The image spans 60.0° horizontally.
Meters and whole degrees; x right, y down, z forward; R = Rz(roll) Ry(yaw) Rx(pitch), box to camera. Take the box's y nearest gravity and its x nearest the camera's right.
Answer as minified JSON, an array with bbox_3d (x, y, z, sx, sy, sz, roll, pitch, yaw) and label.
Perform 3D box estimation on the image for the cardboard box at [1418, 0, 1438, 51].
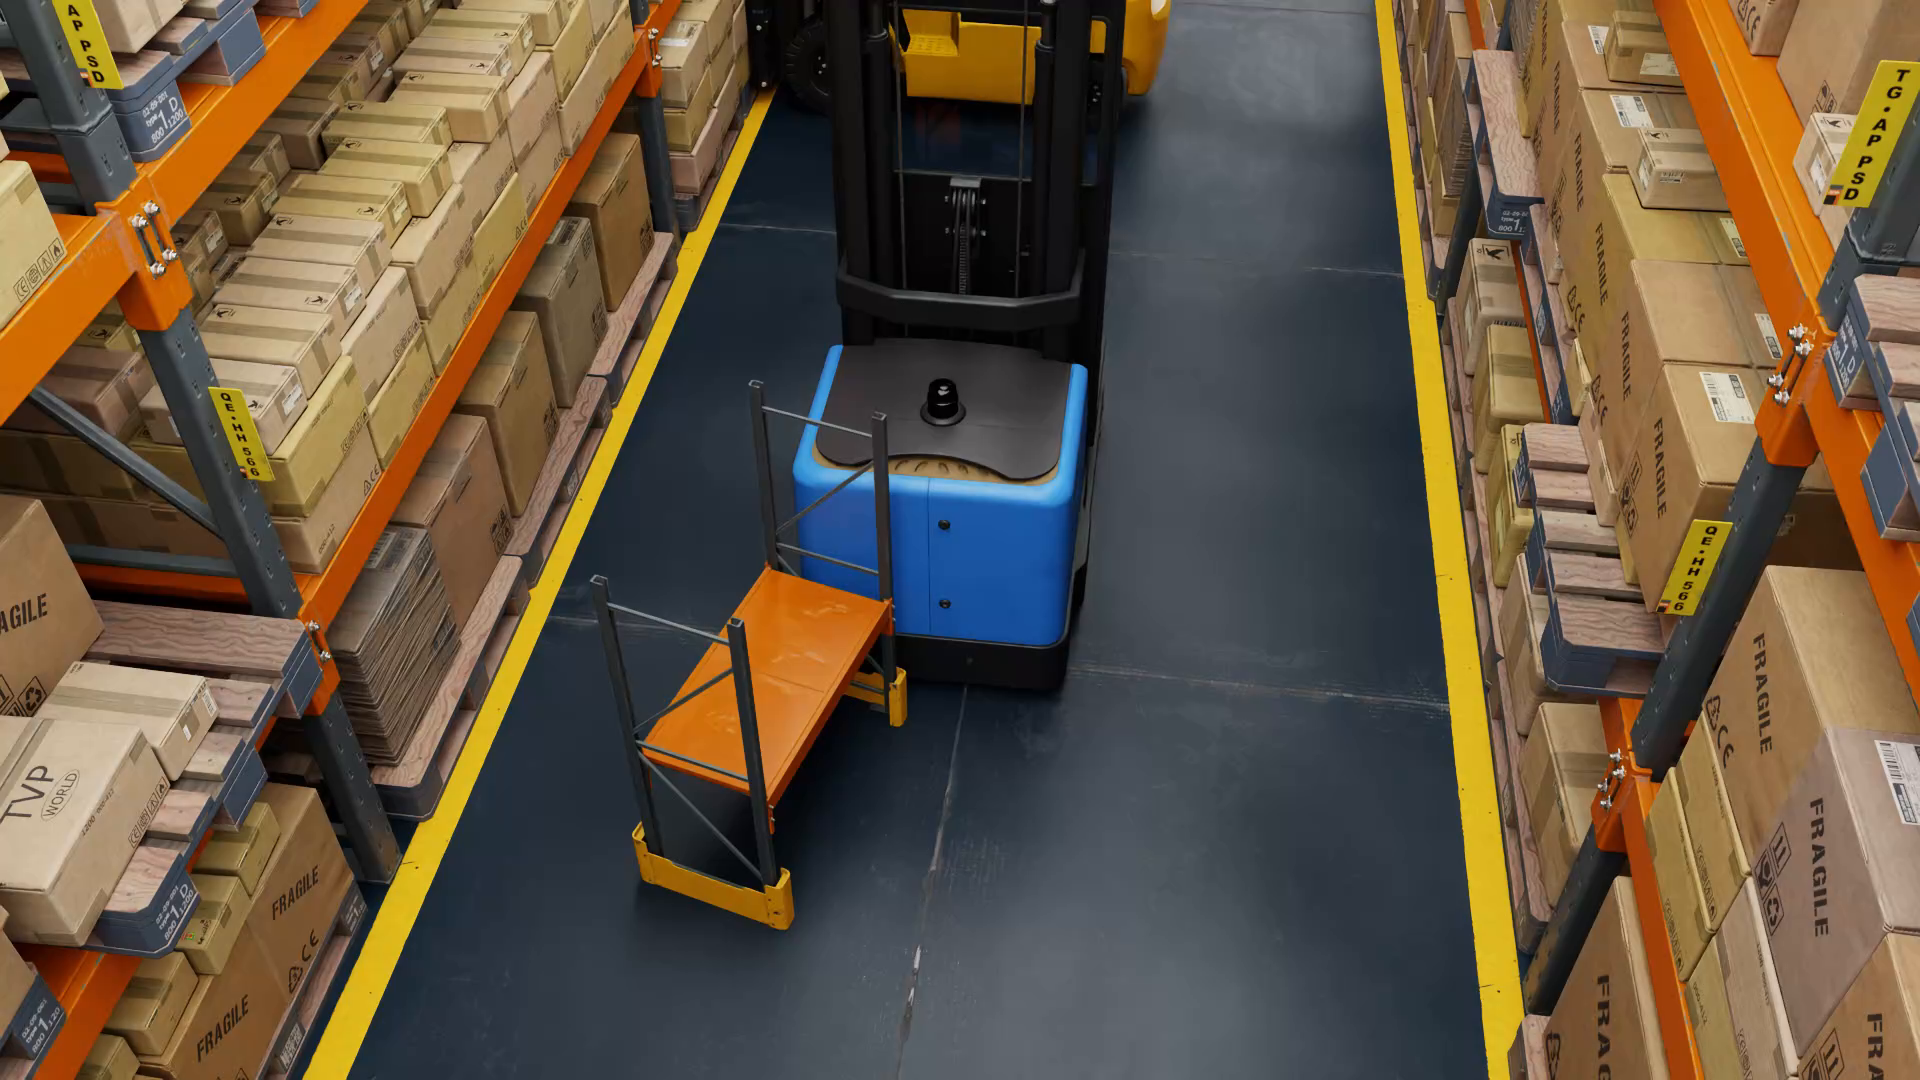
[{"bbox_3d":[2.933,-3.132,9.525,0.500,0.500,0.500,6,44,6],"label":"cardboard box"}]

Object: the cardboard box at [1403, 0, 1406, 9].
[{"bbox_3d":[3.074,-3.574,10.537,0.500,0.250,0.500,5,44,5],"label":"cardboard box"}]

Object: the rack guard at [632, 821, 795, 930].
[{"bbox_3d":[-0.863,1.175,5.827,0.587,0.250,0.087,16,46,16],"label":"rack guard"}]

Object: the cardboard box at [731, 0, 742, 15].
[{"bbox_3d":[-1.487,-3.173,9.386,0.500,0.250,0.500,7,44,7],"label":"cardboard box"}]

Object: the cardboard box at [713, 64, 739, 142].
[{"bbox_3d":[-1.550,-2.468,9.369,0.500,0.250,0.500,4,44,5],"label":"cardboard box"}]

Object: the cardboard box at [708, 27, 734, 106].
[{"bbox_3d":[-1.560,-2.647,9.195,0.500,0.250,0.500,5,44,5],"label":"cardboard box"}]

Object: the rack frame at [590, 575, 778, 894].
[{"bbox_3d":[-0.863,0.722,5.397,0.500,1.500,0.032,16,46,16],"label":"rack frame"}]

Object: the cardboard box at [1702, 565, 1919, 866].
[{"bbox_3d":[2.090,0.423,3.822,0.500,0.500,0.500,4,44,4],"label":"cardboard box"}]

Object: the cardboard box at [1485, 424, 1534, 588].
[{"bbox_3d":[2.678,-0.094,6.774,0.950,0.372,0.625,7,44,7],"label":"cardboard box"}]

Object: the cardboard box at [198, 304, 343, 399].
[{"bbox_3d":[-2.155,-0.585,5.142,0.380,0.149,0.250,6,44,6],"label":"cardboard box"}]

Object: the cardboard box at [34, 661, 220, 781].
[{"bbox_3d":[-2.230,0.481,4.438,0.380,0.149,0.250,6,44,6],"label":"cardboard box"}]

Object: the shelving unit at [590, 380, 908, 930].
[{"bbox_3d":[-0.675,0.404,5.733,0.587,1.500,1.083,16,46,16],"label":"shelving unit"}]

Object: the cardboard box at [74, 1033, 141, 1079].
[{"bbox_3d":[-2.501,1.479,4.547,0.380,0.149,0.250,6,44,7],"label":"cardboard box"}]

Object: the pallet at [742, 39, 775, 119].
[{"bbox_3d":[-1.689,-3.026,10.292,1.003,0.211,1.213,5,44,6],"label":"pallet"}]

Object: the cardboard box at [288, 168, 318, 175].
[{"bbox_3d":[-2.530,-1.431,6.325,0.500,0.250,0.500,4,44,5],"label":"cardboard box"}]

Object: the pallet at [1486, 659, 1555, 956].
[{"bbox_3d":[2.502,0.988,6.053,1.003,0.211,1.213,5,44,6],"label":"pallet"}]

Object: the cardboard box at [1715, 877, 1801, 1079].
[{"bbox_3d":[2.016,1.056,3.699,0.500,0.250,0.500,6,44,7],"label":"cardboard box"}]

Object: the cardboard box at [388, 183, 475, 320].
[{"bbox_3d":[-2.068,-1.044,5.916,0.500,0.250,0.500,4,44,4],"label":"cardboard box"}]

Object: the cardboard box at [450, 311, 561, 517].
[{"bbox_3d":[-2.260,-0.560,7.081,0.875,0.625,0.625,4,44,4],"label":"cardboard box"}]

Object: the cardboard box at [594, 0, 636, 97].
[{"bbox_3d":[-1.802,-2.245,7.548,0.500,0.250,0.500,6,44,6],"label":"cardboard box"}]

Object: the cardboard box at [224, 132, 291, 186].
[{"bbox_3d":[-2.637,-1.334,5.933,0.380,0.149,0.250,5,44,5],"label":"cardboard box"}]

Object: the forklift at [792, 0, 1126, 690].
[{"bbox_3d":[0.083,-1.494,6.696,1.130,2.935,3.031,5,44,5],"label":"forklift"}]

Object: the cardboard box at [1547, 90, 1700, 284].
[{"bbox_3d":[2.378,-1.193,5.734,0.500,0.500,0.500,4,44,4],"label":"cardboard box"}]

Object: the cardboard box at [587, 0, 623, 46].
[{"bbox_3d":[-1.806,-2.436,7.386,0.500,0.250,0.500,4,44,5],"label":"cardboard box"}]

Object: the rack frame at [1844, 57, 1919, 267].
[{"bbox_3d":[2.398,-1.670,2.469,1.000,3.000,0.127,5,44,6],"label":"rack frame"}]

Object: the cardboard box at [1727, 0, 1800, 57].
[{"bbox_3d":[2.571,-1.661,4.566,0.797,0.503,0.637,5,44,6],"label":"cardboard box"}]

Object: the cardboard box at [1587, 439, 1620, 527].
[{"bbox_3d":[2.160,-0.163,5.118,0.380,0.149,0.250,5,44,5],"label":"cardboard box"}]

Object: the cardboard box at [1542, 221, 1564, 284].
[{"bbox_3d":[2.340,-1.046,6.050,0.380,0.149,0.250,7,44,7],"label":"cardboard box"}]

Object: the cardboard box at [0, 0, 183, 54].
[{"bbox_3d":[-2.176,-1.344,4.098,0.380,0.166,0.250,5,44,5],"label":"cardboard box"}]

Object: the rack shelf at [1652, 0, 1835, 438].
[{"bbox_3d":[2.662,-1.683,5.187,1.077,0.370,4.000,5,44,6],"label":"rack shelf"}]

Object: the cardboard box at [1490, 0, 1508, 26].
[{"bbox_3d":[2.739,-2.688,7.618,0.500,0.500,0.500,4,44,4],"label":"cardboard box"}]

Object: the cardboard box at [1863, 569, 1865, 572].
[{"bbox_3d":[2.687,-0.074,4.552,0.500,0.500,0.500,4,44,4],"label":"cardboard box"}]

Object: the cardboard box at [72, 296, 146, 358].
[{"bbox_3d":[-2.757,-0.641,5.201,0.380,0.149,0.250,6,44,7],"label":"cardboard box"}]

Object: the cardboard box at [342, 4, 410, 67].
[{"bbox_3d":[-2.446,-2.027,6.665,0.380,0.149,0.250,5,44,5],"label":"cardboard box"}]

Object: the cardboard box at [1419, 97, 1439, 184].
[{"bbox_3d":[2.799,-2.163,9.047,0.500,0.250,0.500,4,44,4],"label":"cardboard box"}]

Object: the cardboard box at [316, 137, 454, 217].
[{"bbox_3d":[-2.029,-1.283,5.879,0.380,0.149,0.250,6,44,6],"label":"cardboard box"}]

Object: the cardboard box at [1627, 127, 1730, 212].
[{"bbox_3d":[2.334,-1.165,5.232,0.380,0.149,0.250,3,44,4],"label":"cardboard box"}]

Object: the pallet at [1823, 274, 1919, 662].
[{"bbox_3d":[2.365,-0.069,3.097,1.213,0.211,1.003,7,44,7],"label":"pallet"}]

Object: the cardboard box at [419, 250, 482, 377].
[{"bbox_3d":[-2.090,-0.860,6.086,0.500,0.250,0.500,4,44,4],"label":"cardboard box"}]

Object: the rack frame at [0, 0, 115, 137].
[{"bbox_3d":[-2.523,-2.119,2.943,1.000,3.000,0.127,5,44,6],"label":"rack frame"}]

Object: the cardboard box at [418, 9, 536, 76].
[{"bbox_3d":[-1.920,-1.982,6.617,0.380,0.149,0.250,4,44,5],"label":"cardboard box"}]

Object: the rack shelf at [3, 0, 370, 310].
[{"bbox_3d":[-2.259,-2.132,5.661,1.077,0.370,4.000,5,44,6],"label":"rack shelf"}]

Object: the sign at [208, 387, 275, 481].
[{"bbox_3d":[-1.984,-0.289,4.589,0.100,0.325,0.005,5,44,6],"label":"sign"}]

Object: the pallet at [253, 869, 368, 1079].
[{"bbox_3d":[-2.659,1.577,5.431,1.003,0.211,1.213,5,44,6],"label":"pallet"}]

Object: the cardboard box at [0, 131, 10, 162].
[{"bbox_3d":[-2.331,-0.857,3.610,0.380,0.149,0.250,6,44,6],"label":"cardboard box"}]

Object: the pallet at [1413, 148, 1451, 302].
[{"bbox_3d":[2.980,-1.666,8.856,1.003,0.211,1.213,5,44,6],"label":"pallet"}]
